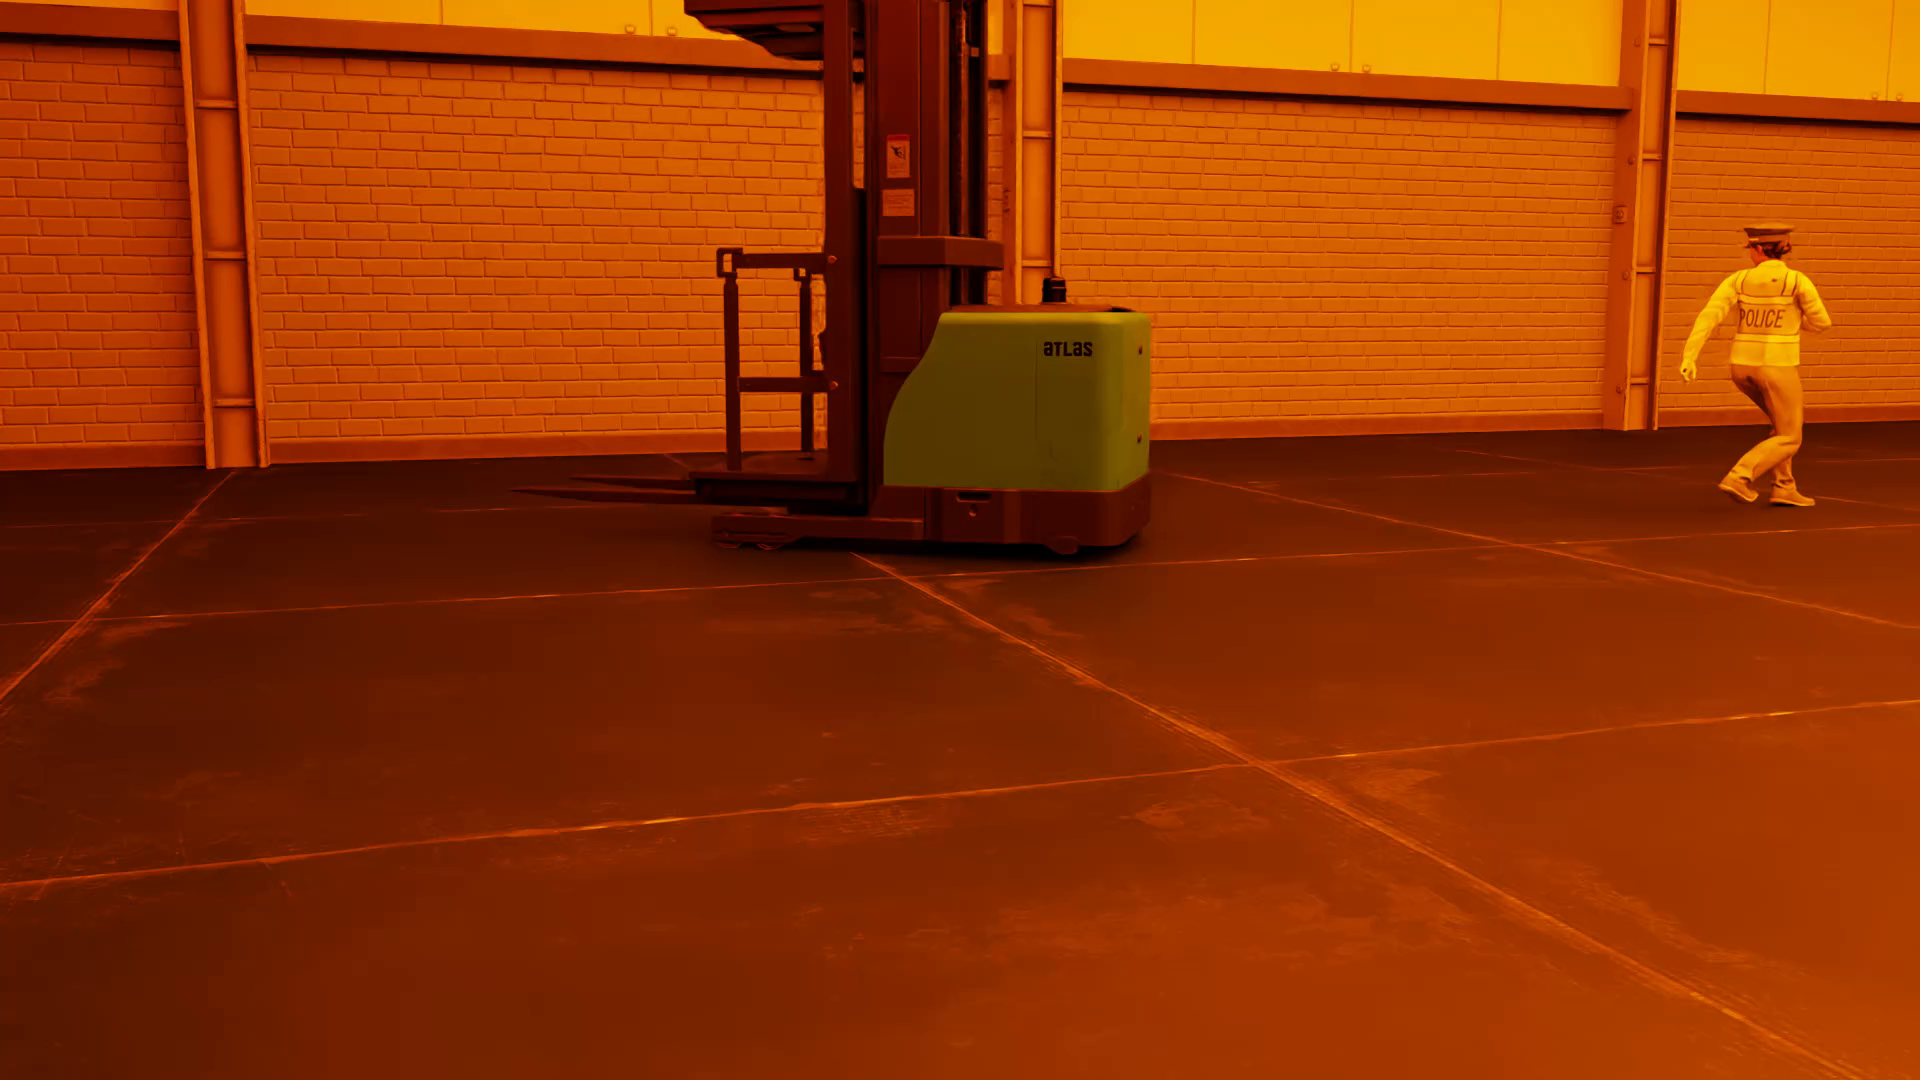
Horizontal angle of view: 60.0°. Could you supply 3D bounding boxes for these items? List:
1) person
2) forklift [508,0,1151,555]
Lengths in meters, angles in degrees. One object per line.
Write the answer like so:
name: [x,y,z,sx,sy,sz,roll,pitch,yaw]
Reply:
person: [4.442,-0.956,9.194,0.815,1.582,0.530,-4,9,-26]
forklift: [-0.650,-1.469,7.850,3.031,2.935,1.130,2,8,14]
